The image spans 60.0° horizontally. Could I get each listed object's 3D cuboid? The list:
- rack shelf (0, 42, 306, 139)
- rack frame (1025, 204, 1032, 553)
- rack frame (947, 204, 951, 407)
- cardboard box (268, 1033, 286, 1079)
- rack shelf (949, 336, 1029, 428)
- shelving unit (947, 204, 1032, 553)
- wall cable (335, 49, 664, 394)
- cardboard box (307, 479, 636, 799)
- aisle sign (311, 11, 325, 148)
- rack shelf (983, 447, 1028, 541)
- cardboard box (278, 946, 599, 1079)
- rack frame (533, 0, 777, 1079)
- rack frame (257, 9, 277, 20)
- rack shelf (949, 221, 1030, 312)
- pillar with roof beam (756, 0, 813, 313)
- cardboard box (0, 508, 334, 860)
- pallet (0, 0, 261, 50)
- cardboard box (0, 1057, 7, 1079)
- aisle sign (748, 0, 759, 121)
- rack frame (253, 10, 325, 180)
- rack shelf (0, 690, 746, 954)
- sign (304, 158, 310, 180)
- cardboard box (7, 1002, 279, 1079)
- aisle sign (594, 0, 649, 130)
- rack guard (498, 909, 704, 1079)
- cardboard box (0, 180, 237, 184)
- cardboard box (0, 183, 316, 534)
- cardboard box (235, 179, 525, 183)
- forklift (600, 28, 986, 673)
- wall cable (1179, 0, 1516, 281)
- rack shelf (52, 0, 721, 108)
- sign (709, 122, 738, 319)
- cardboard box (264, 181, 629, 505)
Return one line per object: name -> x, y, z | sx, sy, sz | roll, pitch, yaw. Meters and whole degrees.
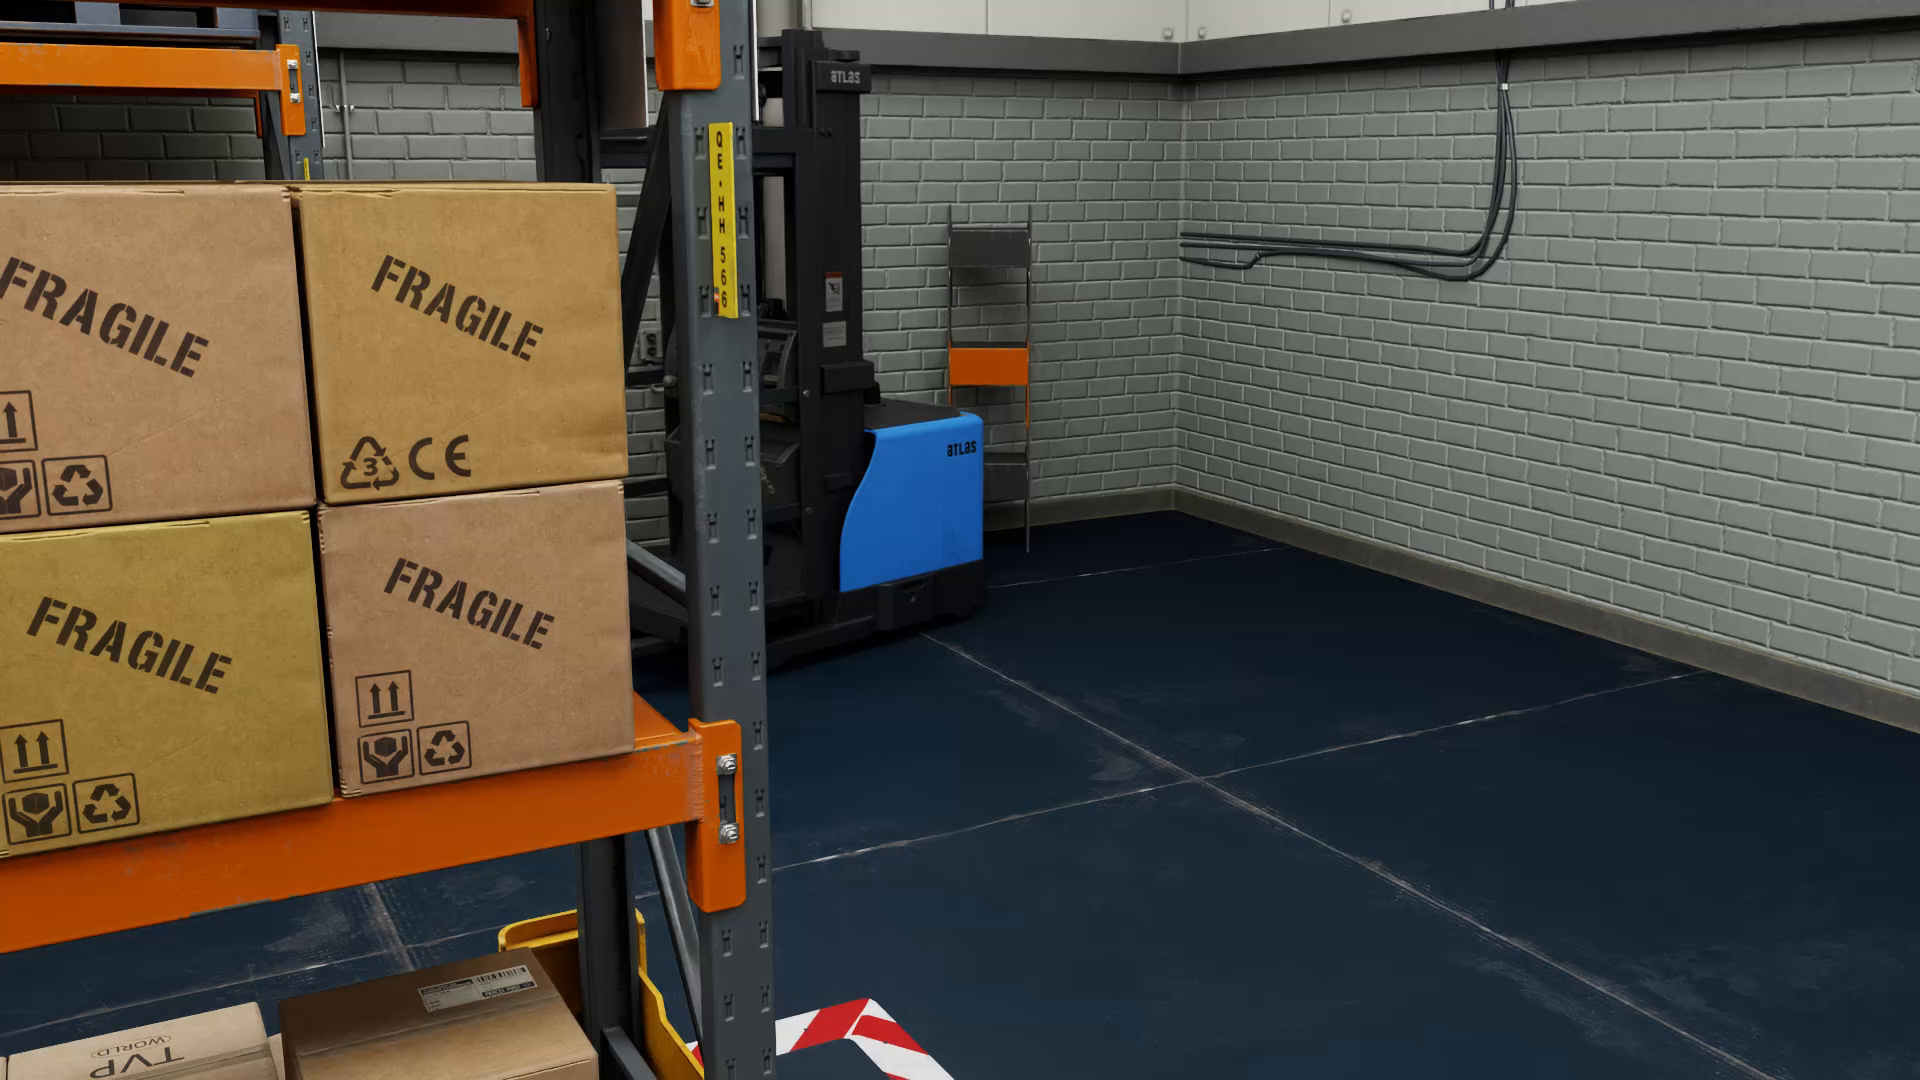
rack shelf -> -4.785, -1.791, 6.543 | 4.000, 0.370, 1.077 | -7, 14, -28
rack frame -> 0.423, -0.989, 10.221 | 0.015, 2.100, 0.400 | 0, 13, 1
rack frame -> -0.065, -0.991, 10.231 | 0.015, 2.100, 0.400 | 0, 13, 1
cardboard box -> -1.404, 1.237, 3.733 | 0.250, 0.166, 0.380 | -7, 14, -28
rack shelf -> 0.179, -0.977, 10.229 | 0.480, 0.518, 0.431 | 0, 13, 1
shelving unit -> 0.179, -0.990, 10.226 | 0.503, 2.100, 0.431 | 0, 13, 1
wall cable -> -2.359, -1.702, 9.025 | 1.851, 1.984, 0.084 | -7, 14, -28
cardboard box -> -0.916, 0.116, 3.035 | 0.500, 0.500, 0.500 | -6, 14, -26
aisle sign -> -2.823, -2.107, 7.220 | 0.004, 0.787, 0.394 | -7, 14, -28
rack shelf -> 0.179, -0.294, 10.383 | 0.480, 0.518, 0.431 | 0, 13, 1
cardboard box -> -1.012, 1.175, 3.249 | 0.500, 0.500, 0.500 | -7, 14, -28
rack frame -> -0.654, 0.064, 3.491 | 0.053, 2.616, 0.949 | -7, 14, -28
rack frame -> -3.030, -3.816, 7.070 | 0.127, 3.000, 1.000 | -7, 14, -28
rack shelf -> 0.179, -1.660, 10.075 | 0.480, 0.518, 0.431 | 0, 13, 1
pillar with roof beam -> 0.988, -3.437, 5.386 | 0.400, 9.000, 9.100 | -7, 14, -28
cardboard box -> -1.369, 0.171, 2.789 | 0.500, 0.500, 0.500 | -7, 14, -27
pallet -> -3.676, -2.229, 7.053 | 1.213, 0.211, 1.003 | -7, 14, -28
cardboard box -> -2.144, 1.300, 3.263 | 0.500, 0.250, 0.500 | -7, 14, -28
aisle sign -> -0.446, -1.151, 2.972 | 0.004, 0.787, 0.394 | -7, 14, -28
rack frame -> -3.030, -0.889, 7.728 | 0.127, 3.000, 1.000 | -7, 14, -28
rack shelf -> -2.408, 0.626, 2.632 | 4.000, 0.370, 1.077 | -7, 14, -28
sign -> -2.782, -1.464, 7.104 | 0.005, 0.325, 0.100 | -7, 14, -28
cardboard box -> -1.705, 1.247, 3.497 | 0.500, 0.250, 0.500 | -7, 14, -28
aisle sign -> -0.734, -1.267, 3.486 | 0.004, 0.787, 0.394 | -7, 14, -28
rack guard -> -0.720, 1.293, 3.727 | 0.348, 0.500, 1.175 | -7, 14, -28
cardboard box -> -1.624, -0.419, 3.135 | 0.500, 0.500, 0.500 | -7, 14, -27
cardboard box -> -1.355, -0.318, 2.687 | 0.500, 0.500, 0.500 | -6, 14, -26
cardboard box -> -1.169, -0.476, 3.386 | 0.500, 0.500, 0.500 | -6, 14, -26
forklift -> -1.255, -0.880, 7.842 | 1.130, 2.935, 3.031 | 12, 18, 43
wall cable -> 2.106, -2.827, 9.748 | 0.112, 2.526, 3.097 | -7, 14, -28
rack shelf -> -2.408, -0.837, 2.303 | 4.000, 0.370, 1.077 | -7, 14, -28
sign -> -0.405, -0.545, 2.842 | 0.005, 0.325, 0.100 | -7, 14, -28
cardboard box -> -0.912, -0.372, 2.924 | 0.500, 0.500, 0.500 | -7, 14, -28
